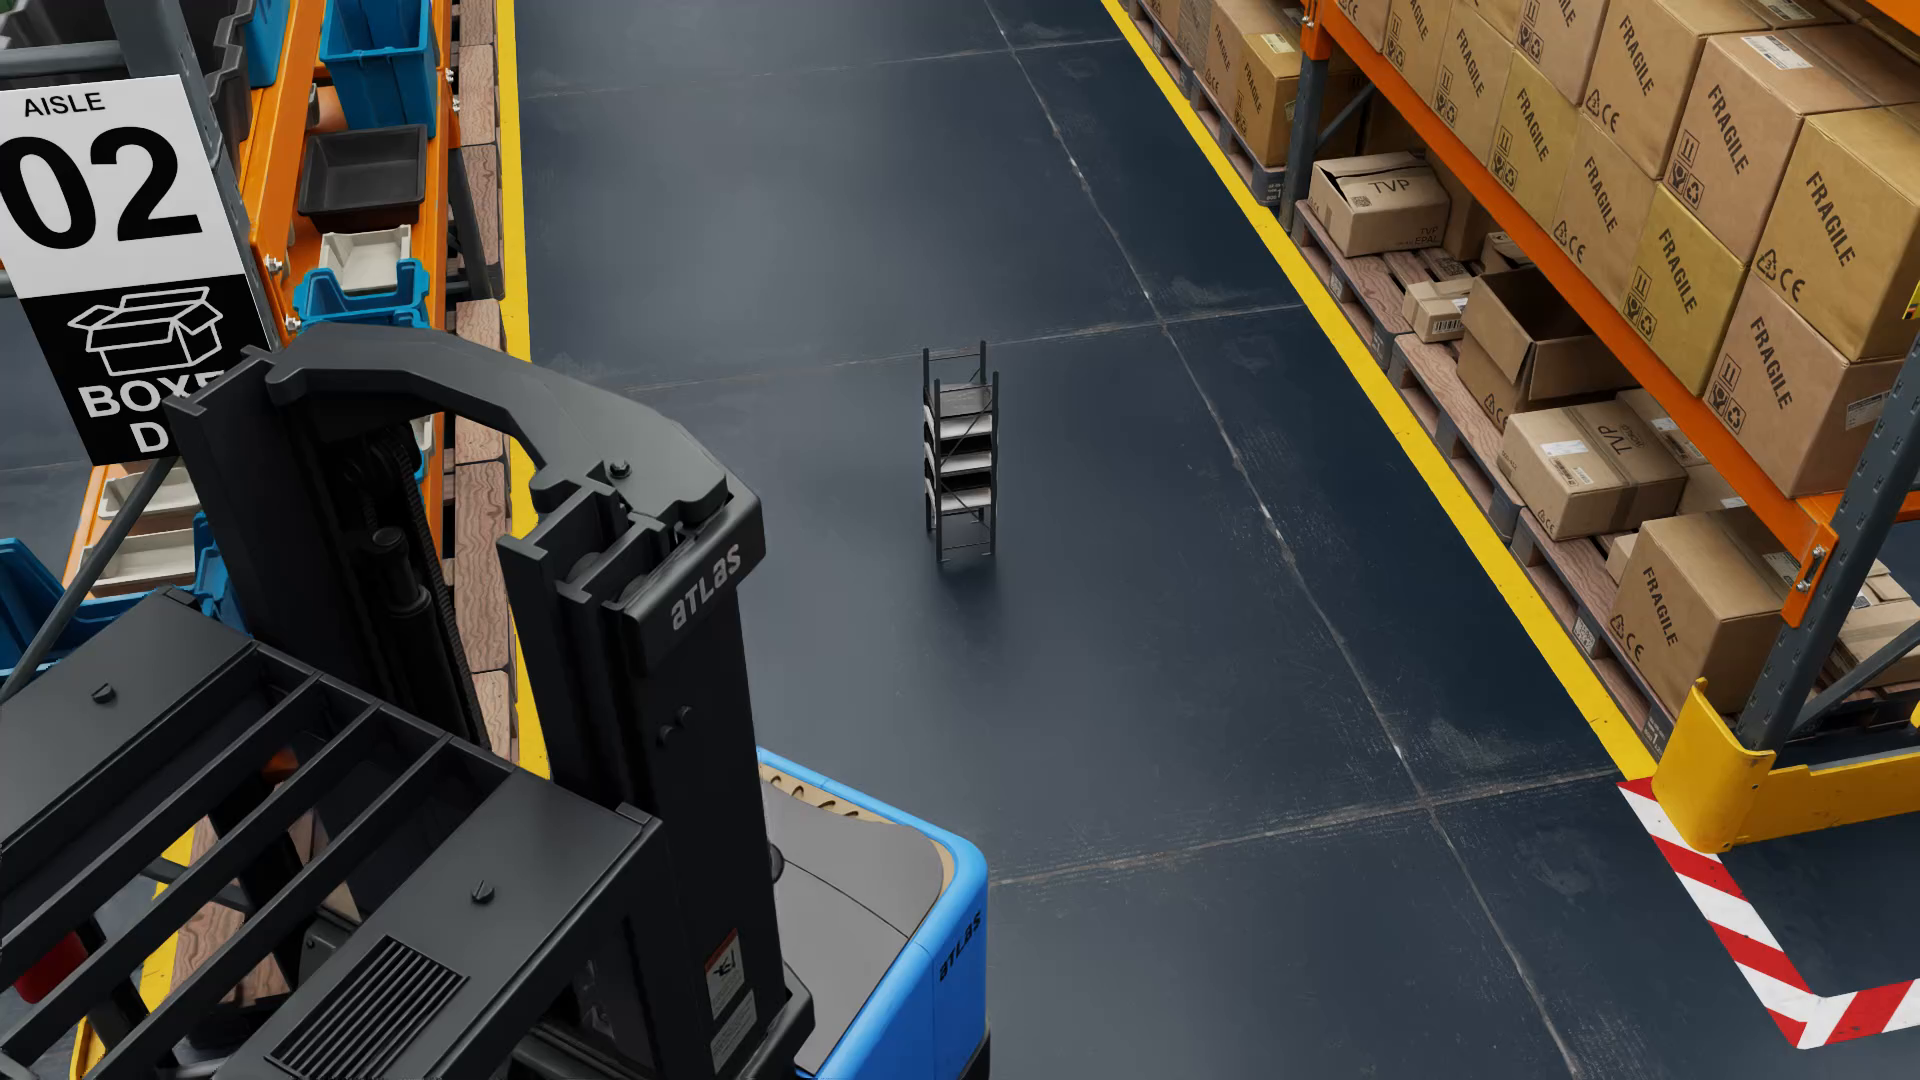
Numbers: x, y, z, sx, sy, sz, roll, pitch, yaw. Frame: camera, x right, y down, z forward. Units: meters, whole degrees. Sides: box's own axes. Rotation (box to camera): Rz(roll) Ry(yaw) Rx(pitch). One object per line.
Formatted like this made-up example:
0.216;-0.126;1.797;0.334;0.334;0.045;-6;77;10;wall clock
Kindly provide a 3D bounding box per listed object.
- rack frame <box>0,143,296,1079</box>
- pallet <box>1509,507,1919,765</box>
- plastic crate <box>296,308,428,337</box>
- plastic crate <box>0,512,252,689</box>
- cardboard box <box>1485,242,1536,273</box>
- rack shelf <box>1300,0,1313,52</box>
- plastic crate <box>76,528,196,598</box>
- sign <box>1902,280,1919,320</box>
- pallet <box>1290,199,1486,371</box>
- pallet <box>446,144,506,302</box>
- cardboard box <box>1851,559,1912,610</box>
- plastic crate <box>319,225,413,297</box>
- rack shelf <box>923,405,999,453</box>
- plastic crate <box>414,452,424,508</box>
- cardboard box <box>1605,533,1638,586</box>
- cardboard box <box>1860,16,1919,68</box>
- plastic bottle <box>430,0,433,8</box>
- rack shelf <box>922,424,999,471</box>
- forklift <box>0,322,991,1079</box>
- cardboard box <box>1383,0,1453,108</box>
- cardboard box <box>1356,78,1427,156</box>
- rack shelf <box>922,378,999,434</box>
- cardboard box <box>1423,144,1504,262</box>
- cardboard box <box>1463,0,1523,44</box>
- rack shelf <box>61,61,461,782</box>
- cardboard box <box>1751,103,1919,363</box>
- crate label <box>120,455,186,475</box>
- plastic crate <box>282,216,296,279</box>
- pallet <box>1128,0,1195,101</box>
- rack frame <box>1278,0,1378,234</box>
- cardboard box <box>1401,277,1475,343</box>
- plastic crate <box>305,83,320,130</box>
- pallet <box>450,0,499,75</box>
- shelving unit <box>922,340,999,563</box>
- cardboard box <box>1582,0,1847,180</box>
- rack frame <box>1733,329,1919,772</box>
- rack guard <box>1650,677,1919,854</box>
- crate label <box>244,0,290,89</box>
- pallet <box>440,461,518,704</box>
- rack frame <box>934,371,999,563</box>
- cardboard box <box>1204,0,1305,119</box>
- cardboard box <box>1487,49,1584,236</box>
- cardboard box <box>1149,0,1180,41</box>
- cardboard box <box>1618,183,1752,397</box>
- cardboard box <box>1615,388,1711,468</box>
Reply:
-1.828;0.499;3.928;1.000;3.000;0.127;-8;42;-9;rack frame
2.820;0.269;6.288;1.003;0.211;1.213;-8;42;-9;pallet
-1.844;-0.521;5.159;0.416;0.233;0.300;-8;42;-9;plastic crate
-2.082;0.273;4.111;0.616;0.435;0.499;-8;42;-9;plastic crate
2.708;-1.145;7.474;0.500;0.311;0.500;-8;42;-9;cardboard box
1.715;-3.828;9.345;1.077;0.370;4.000;-8;42;-9;rack shelf
-2.180;0.073;4.562;0.396;0.136;0.243;-8;42;-9;plastic crate
2.464;-0.693;4.161;0.100;0.325;0.005;-8;42;-9;sign
2.294;-1.313;8.070;1.003;0.211;1.213;-8;42;-9;pallet
-2.817;-1.557;8.345;1.003;0.211;1.213;-8;42;-9;pallet
3.201;0.204;6.063;0.380;0.166;0.250;-8;42;-9;cardboard box
-2.022;-0.932;5.693;0.293;0.136;0.466;-8;42;-9;plastic crate
0.002;-0.441;6.348;0.258;0.077;0.200;-8;42;-9;rack shelf
-1.701;-0.095;4.678;0.416;0.233;0.300;-8;42;-9;plastic crate
2.652;0.094;6.187;0.380;0.166;0.250;-8;42;-9;cardboard box
3.051;-1.283;5.107;0.500;0.500;0.500;-8;42;-9;cardboard box
-2.425;-2.477;7.430;0.097;0.201;0.097;0;42;0;plastic bottle
0.002;-0.374;6.408;0.258;0.077;0.200;-8;42;-9;rack shelf
-1.072;1.195;3.196;1.130;2.935;3.031;20;45;21;forklift
2.104;-2.137;6.823;0.500;0.500;0.500;-8;42;-9;cardboard box
2.280;-2.379;8.722;0.500;0.500;0.500;-10;43;-11;cardboard box
0.002;-0.508;6.288;0.258;0.077;0.200;-8;42;-9;rack shelf
2.546;-1.702;7.959;0.500;0.500;0.500;-8;42;-9;cardboard box
2.196;-2.199;6.139;0.500;0.500;0.500;-10;42;-11;cardboard box
-2.259;-0.528;5.627;1.077;0.370;4.000;-8;42;-9;rack shelf
2.645;-0.868;4.640;0.500;0.500;0.500;-9;42;-10;cardboard box
-2.313;-0.294;4.975;0.396;0.136;0.243;-8;42;-9;crate label
-2.541;-1.055;5.724;0.437;0.282;0.530;-8;42;-9;plastic crate
1.667;-3.072;10.052;1.003;0.211;1.213;-8;42;-9;pallet
2.147;-2.801;7.646;1.000;3.000;0.127;-8;42;-9;rack frame
2.222;-1.043;7.469;0.380;0.166;0.250;-8;42;-9;cardboard box
-2.730;-1.695;6.554;0.396;0.136;0.243;-8;42;-9;plastic crate
-3.343;-3.138;10.127;1.003;0.211;1.213;-8;42;-9;pallet
0.002;-0.331;6.445;0.258;0.900;0.210;-8;42;-9;shelving unit
2.419;-1.531;5.387;0.500;0.500;0.500;-7;42;-8;cardboard box
3.010;-0.208;4.725;1.000;3.000;0.127;-8;42;-9;rack frame
2.993;0.677;5.610;1.175;0.500;0.348;-8;42;-9;rack guard
-1.711;-1.211;3.707;0.408;0.251;0.502;-8;42;-9;crate label
-2.228;0.213;6.351;1.003;0.211;1.213;-8;42;-9;pallet
0.024;-0.265;6.371;0.240;0.900;0.006;-8;42;-9;rack frame
1.662;-2.631;9.006;0.500;0.500;0.500;-8;42;-9;cardboard box
2.321;-1.483;6.086;0.500;0.500;0.500;-9;42;-10;cardboard box
1.442;-3.285;9.743;0.500;0.500;0.500;-10;43;-11;cardboard box
2.532;-0.833;5.353;0.500;0.500;0.500;-8;42;-9;cardboard box
2.954;-0.386;6.665;0.500;0.250;0.500;-8;42;-9;cardboard box
